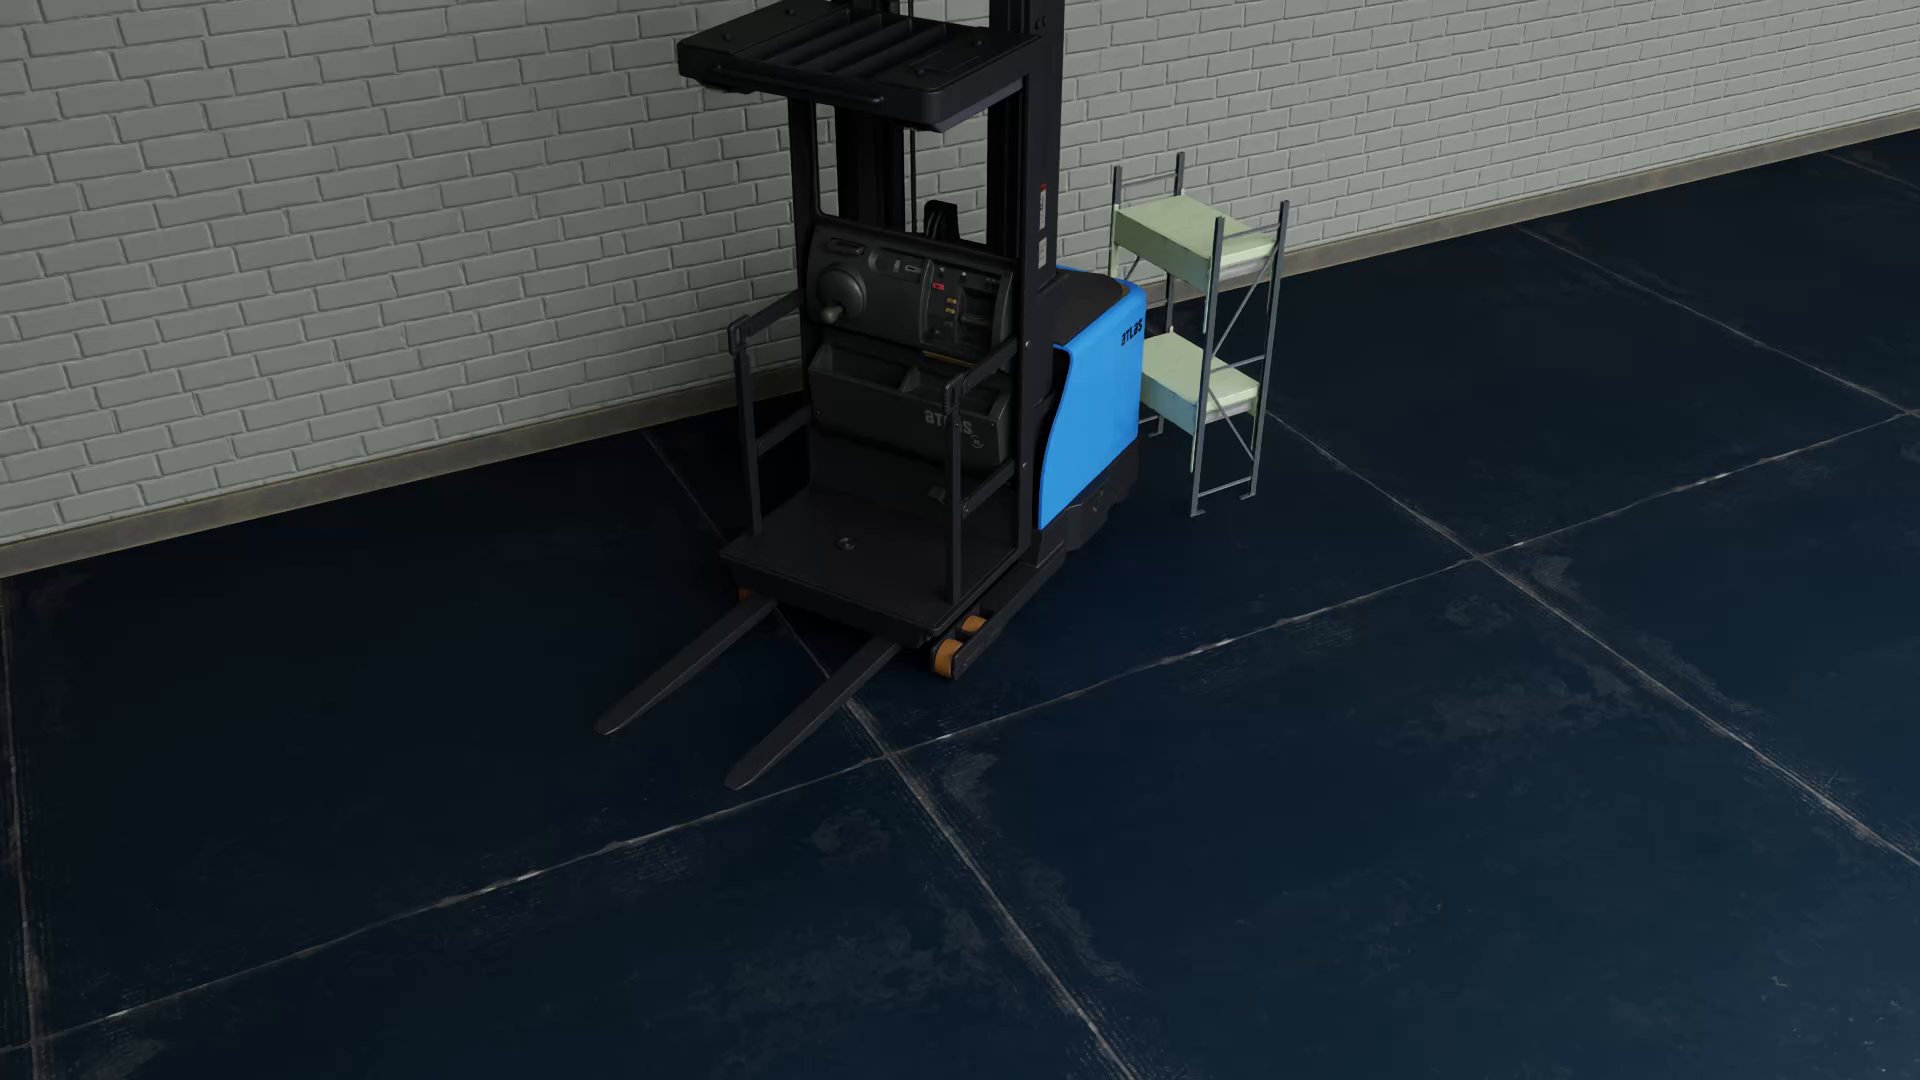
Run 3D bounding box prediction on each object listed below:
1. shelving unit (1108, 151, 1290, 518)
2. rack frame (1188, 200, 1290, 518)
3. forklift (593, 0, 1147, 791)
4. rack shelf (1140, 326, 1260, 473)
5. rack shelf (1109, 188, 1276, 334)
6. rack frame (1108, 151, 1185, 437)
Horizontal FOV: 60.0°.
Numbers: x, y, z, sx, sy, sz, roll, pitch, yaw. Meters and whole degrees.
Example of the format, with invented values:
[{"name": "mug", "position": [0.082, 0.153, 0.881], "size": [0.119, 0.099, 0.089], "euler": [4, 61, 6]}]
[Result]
[{"name": "shelving unit", "position": [1.072, -0.968, 7.867], "size": [0.431, 1.500, 0.755], "euler": [-18, 37, -27]}, {"name": "rack frame", "position": [1.265, -0.800, 7.605], "size": [0.400, 1.500, 0.023], "euler": [-18, 37, -27]}, {"name": "forklift", "position": [-0.318, -0.945, 6.508], "size": [1.130, 2.935, 3.031], "euler": [18, 37, 25]}, {"name": "rack shelf", "position": [1.070, -0.693, 8.042], "size": [0.431, 0.370, 0.720], "euler": [-18, 37, -27]}, {"name": "rack shelf", "position": [1.075, -1.297, 7.658], "size": [0.431, 0.370, 0.720], "euler": [-18, 37, -27]}, {"name": "rack frame", "position": [0.879, -1.135, 8.129], "size": [0.400, 1.500, 0.023], "euler": [-18, 37, -27]}]
